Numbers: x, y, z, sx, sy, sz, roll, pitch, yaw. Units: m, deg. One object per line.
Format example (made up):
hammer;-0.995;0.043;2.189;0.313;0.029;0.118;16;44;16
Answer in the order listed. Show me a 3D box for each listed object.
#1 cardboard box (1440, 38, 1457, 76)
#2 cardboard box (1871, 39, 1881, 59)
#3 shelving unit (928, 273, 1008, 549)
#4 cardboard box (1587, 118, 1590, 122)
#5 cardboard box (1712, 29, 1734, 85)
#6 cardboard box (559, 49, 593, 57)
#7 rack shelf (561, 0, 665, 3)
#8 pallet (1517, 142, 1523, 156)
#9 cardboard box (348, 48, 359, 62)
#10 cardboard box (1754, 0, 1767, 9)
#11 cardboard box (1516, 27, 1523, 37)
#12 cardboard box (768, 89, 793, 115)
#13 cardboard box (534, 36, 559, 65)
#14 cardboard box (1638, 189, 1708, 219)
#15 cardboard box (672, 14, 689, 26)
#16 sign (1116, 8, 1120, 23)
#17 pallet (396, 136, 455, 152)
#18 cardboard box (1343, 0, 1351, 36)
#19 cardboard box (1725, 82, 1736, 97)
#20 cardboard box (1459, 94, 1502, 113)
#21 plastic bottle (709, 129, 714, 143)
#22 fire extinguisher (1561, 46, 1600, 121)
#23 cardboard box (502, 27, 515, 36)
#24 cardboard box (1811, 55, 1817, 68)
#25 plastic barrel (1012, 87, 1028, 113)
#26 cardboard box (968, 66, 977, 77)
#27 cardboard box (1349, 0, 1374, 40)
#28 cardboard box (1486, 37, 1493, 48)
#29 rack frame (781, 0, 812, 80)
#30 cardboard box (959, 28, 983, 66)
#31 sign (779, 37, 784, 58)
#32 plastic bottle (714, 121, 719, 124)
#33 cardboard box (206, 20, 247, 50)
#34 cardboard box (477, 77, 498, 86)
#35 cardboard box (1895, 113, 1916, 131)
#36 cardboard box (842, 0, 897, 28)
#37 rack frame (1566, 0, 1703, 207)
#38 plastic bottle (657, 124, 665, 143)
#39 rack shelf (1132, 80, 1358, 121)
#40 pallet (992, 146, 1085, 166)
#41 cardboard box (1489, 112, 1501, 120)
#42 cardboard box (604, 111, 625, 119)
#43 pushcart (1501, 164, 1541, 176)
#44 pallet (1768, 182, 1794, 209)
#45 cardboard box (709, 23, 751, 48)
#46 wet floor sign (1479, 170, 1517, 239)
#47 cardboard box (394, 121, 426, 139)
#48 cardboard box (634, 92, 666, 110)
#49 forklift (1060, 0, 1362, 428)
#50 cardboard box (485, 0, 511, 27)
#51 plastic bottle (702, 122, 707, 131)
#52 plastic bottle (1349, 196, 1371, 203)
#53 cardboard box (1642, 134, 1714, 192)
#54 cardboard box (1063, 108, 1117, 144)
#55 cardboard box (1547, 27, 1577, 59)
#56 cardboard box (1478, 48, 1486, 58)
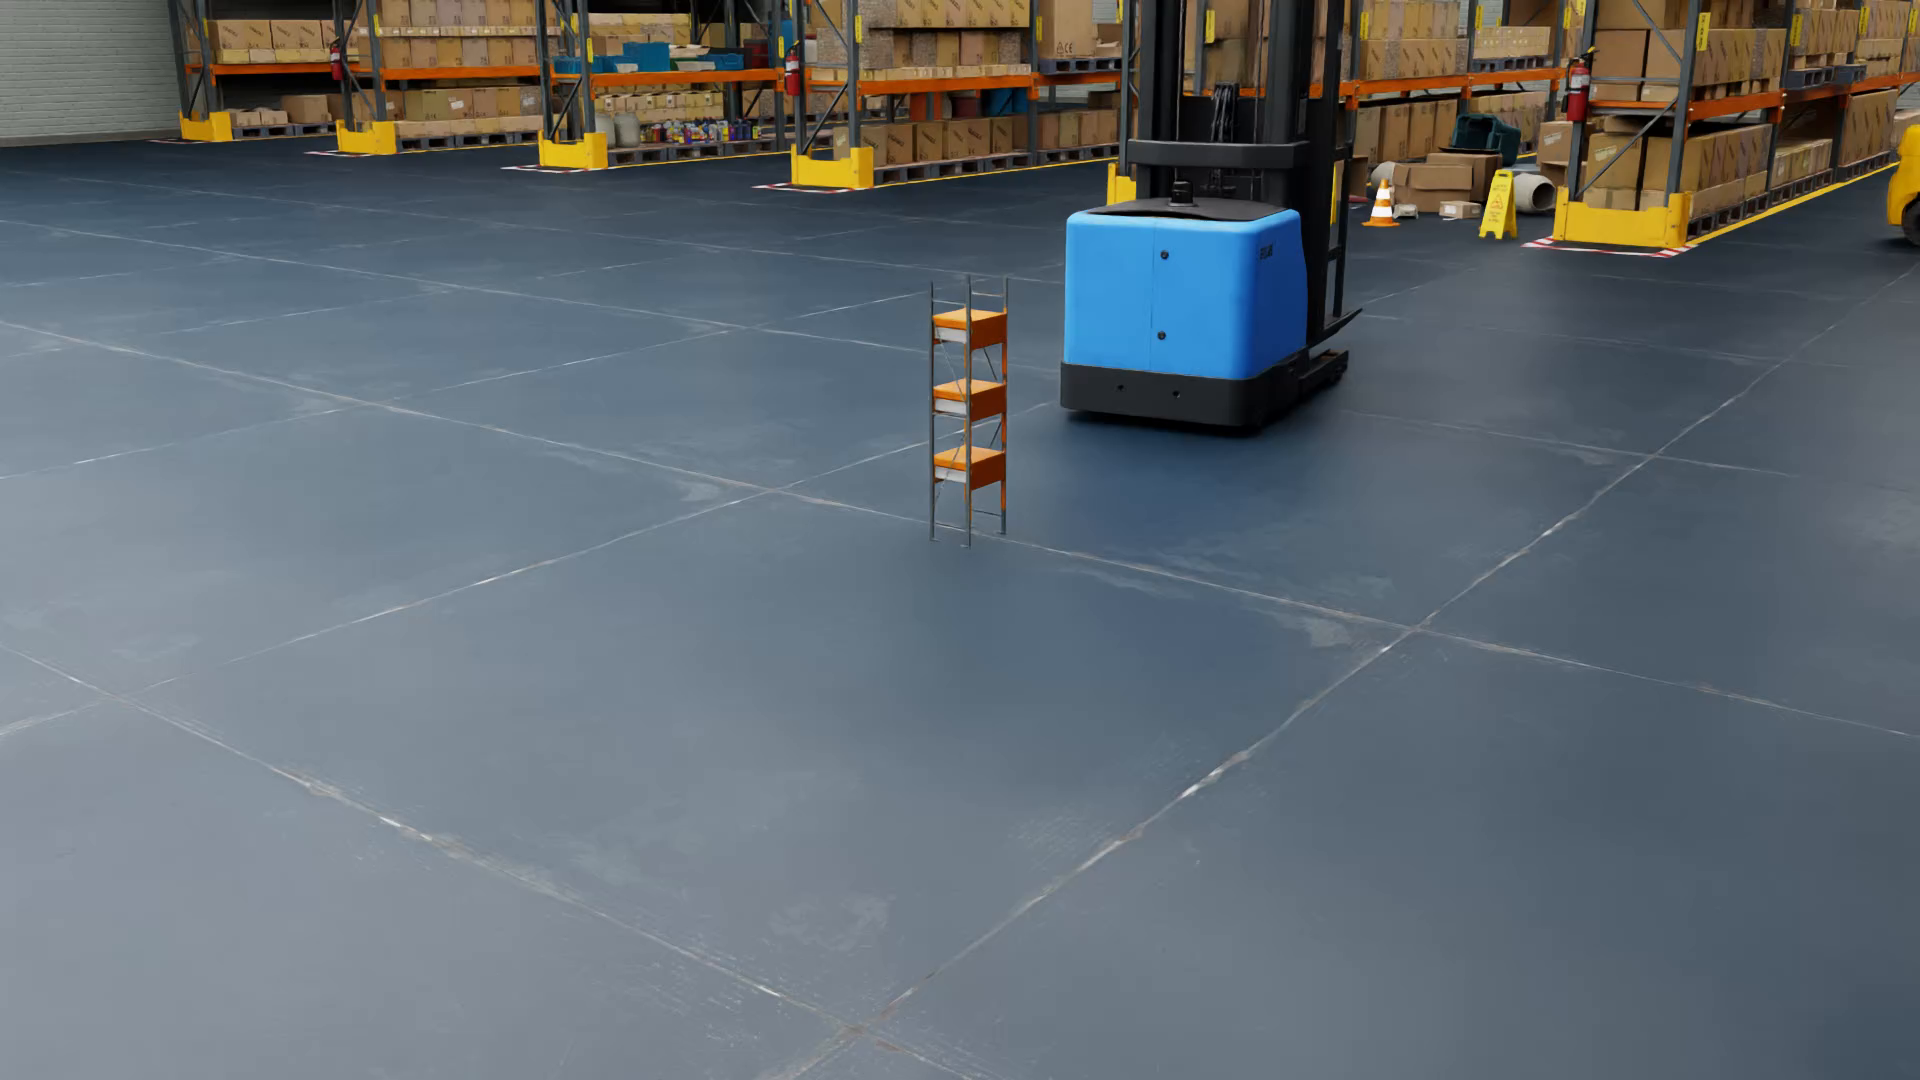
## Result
cardboard box;6.639;-6.800;23.414;0.500;0.500;0.500;12;21;35
cardboard box;12.142;-6.658;22.537;0.500;0.250;0.500;12;21;34
shelving unit;0.032;-0.514;6.629;0.215;1.050;0.252;12;21;35
cardboard box;10.756;-7.358;28.977;0.380;0.149;0.250;13;21;35
cardboard box;7.070;-4.647;15.980;0.500;0.500;0.500;13;22;36
cardboard box;-7.011;-8.778;30.206;0.500;0.250;0.500;14;22;38
rack shelf;-7.675;-12.117;36.861;1.077;0.370;4.000;12;21;35
pallet;8.185;-6.169;26.253;1.003;0.211;1.213;12;21;35
cardboard box;-11.592;-9.253;31.703;0.500;0.250;0.500;13;21;35
cardboard box;9.137;-6.239;19.303;0.380;0.149;0.250;12;21;33
cardboard box;8.514;-7.902;25.846;0.380;0.149;0.250;11;21;32
cardboard box;-3.775;-8.996;34.127;0.500;0.500;0.500;12;21;34
cardboard box;-7.529;-8.666;29.422;0.700;0.500;0.500;12;21;33
cardboard box;6.962;-3.300;16.241;0.500;0.250;0.500;12;21;34
cardboard box;-6.556;-11.906;38.056;0.500;0.250;0.500;13;22;36
sign;2.620;-8.576;27.351;0.100;0.325;0.005;12;21;35
pallet;-9.231;-6.630;27.737;1.003;0.211;1.213;12;21;35
cardboard box;4.360;-6.578;20.795;0.875;0.550;0.550;12;21;35
cardboard box;7.596;-4.556;16.781;0.380;0.149;0.250;12;21;33
cardboard box;7.898;-6.633;25.286;0.500;0.250;0.500;12;21;34
plastic bottle;-3.901;-6.324;26.028;0.097;0.201;0.097;0;17;0
fire extinguisher;5.821;-4.287;15.620;0.296;0.674;0.183;12;21;35
cardboard box;-7.867;-8.738;28.560;0.380;0.149;0.250;12;21;34
cardboard box;9.825;-5.630;19.531;0.380;0.149;0.250;13;21;35
plastic barrel;1.135;-8.826;32.937;0.600;0.901;0.708;12;21;35
cardboard box;0.007;-6.461;22.916;0.380;0.149;0.250;12;21;35
cardboard box;4.898;-6.717;21.462;0.700;0.500;0.500;12;21;34
cardboard box;7.756;-7.457;24.912;0.380;0.149;0.250;12;21;33
rack frame;-4.100;-12.457;41.801;1.000;3.000;0.127;12;21;35
cardboard box;-0.177;-6.817;22.968;0.875;0.500;0.500;12;21;35
sign;-2.859;-7.881;26.597;0.100;0.325;0.005;12;21;35
plastic bottle;-4.006;-6.678;27.040;0.152;0.276;0.135;13;22;37
cardboard box;-13.108;-9.003;29.632;0.500;0.500;0.500;12;21;35
cardboard box;-9.946;-9.498;34.478;0.500;0.250;0.500;12;21;34
cardboard box;14.403;-6.448;26.063;0.875;0.438;0.875;12;21;33
cardboard box;-1.153;-6.771;21.133;0.500;0.500;0.500;12;21;35
rack frame;6.259;-4.269;15.434;1.000;3.000;0.127;12;21;35
plastic bottle;-4.677;-6.360;26.005;0.061;0.283;0.133;12;21;35
rack shelf;3.415;-5.253;19.814;1.077;0.370;4.000;12;21;35
pallet;1.147;-5.827;25.153;1.003;0.211;1.213;12;21;35
cardboard box;7.914;-6.276;25.403;0.500;0.500;0.500;13;21;35
cardboard box;-6.525;-7.786;30.686;0.500;0.250;0.500;13;22;36
pushcart;6.782;-4.361;20.150;1.648;0.377;0.936;5;18;16
pallet;9.105;-4.076;19.514;1.003;0.211;1.213;12;21;35
cardboard box;-4.602;-10.096;33.319;0.700;0.500;0.500;5;18;16
wet floor sign;5.287;-3.289;16.246;0.232;0.644;0.267;-11;20;-32
cardboard box;-9.155;-6.748;27.343;0.500;0.250;0.500;12;21;35
cardboard box;-5.908;-8.301;31.398;0.500;0.311;0.500;13;22;36
forklift;1.648;-2.359;9.398;1.130;2.935;3.031;9;19;26
cardboard box;-8.128;-9.045;28.458;0.700;0.500;0.500;12;21;35
plastic bottle;-4.097;-6.581;26.736;0.097;0.271;0.097;0;17;0
plastic bottle;4.677;-3.989;19.486;0.283;0.061;0.133;5;18;16
cardboard box;6.976;-3.664;16.148;0.500;0.500;0.500;12;21;33
cardboard box;2.032;-6.509;26.118;0.700;0.500;0.500;15;23;39
cardboard box;9.871;-8.241;27.555;0.500;0.500;0.500;12;21;34
cardboard box;7.579;-7.241;24.718;0.380;0.149;0.250;14;22;37
